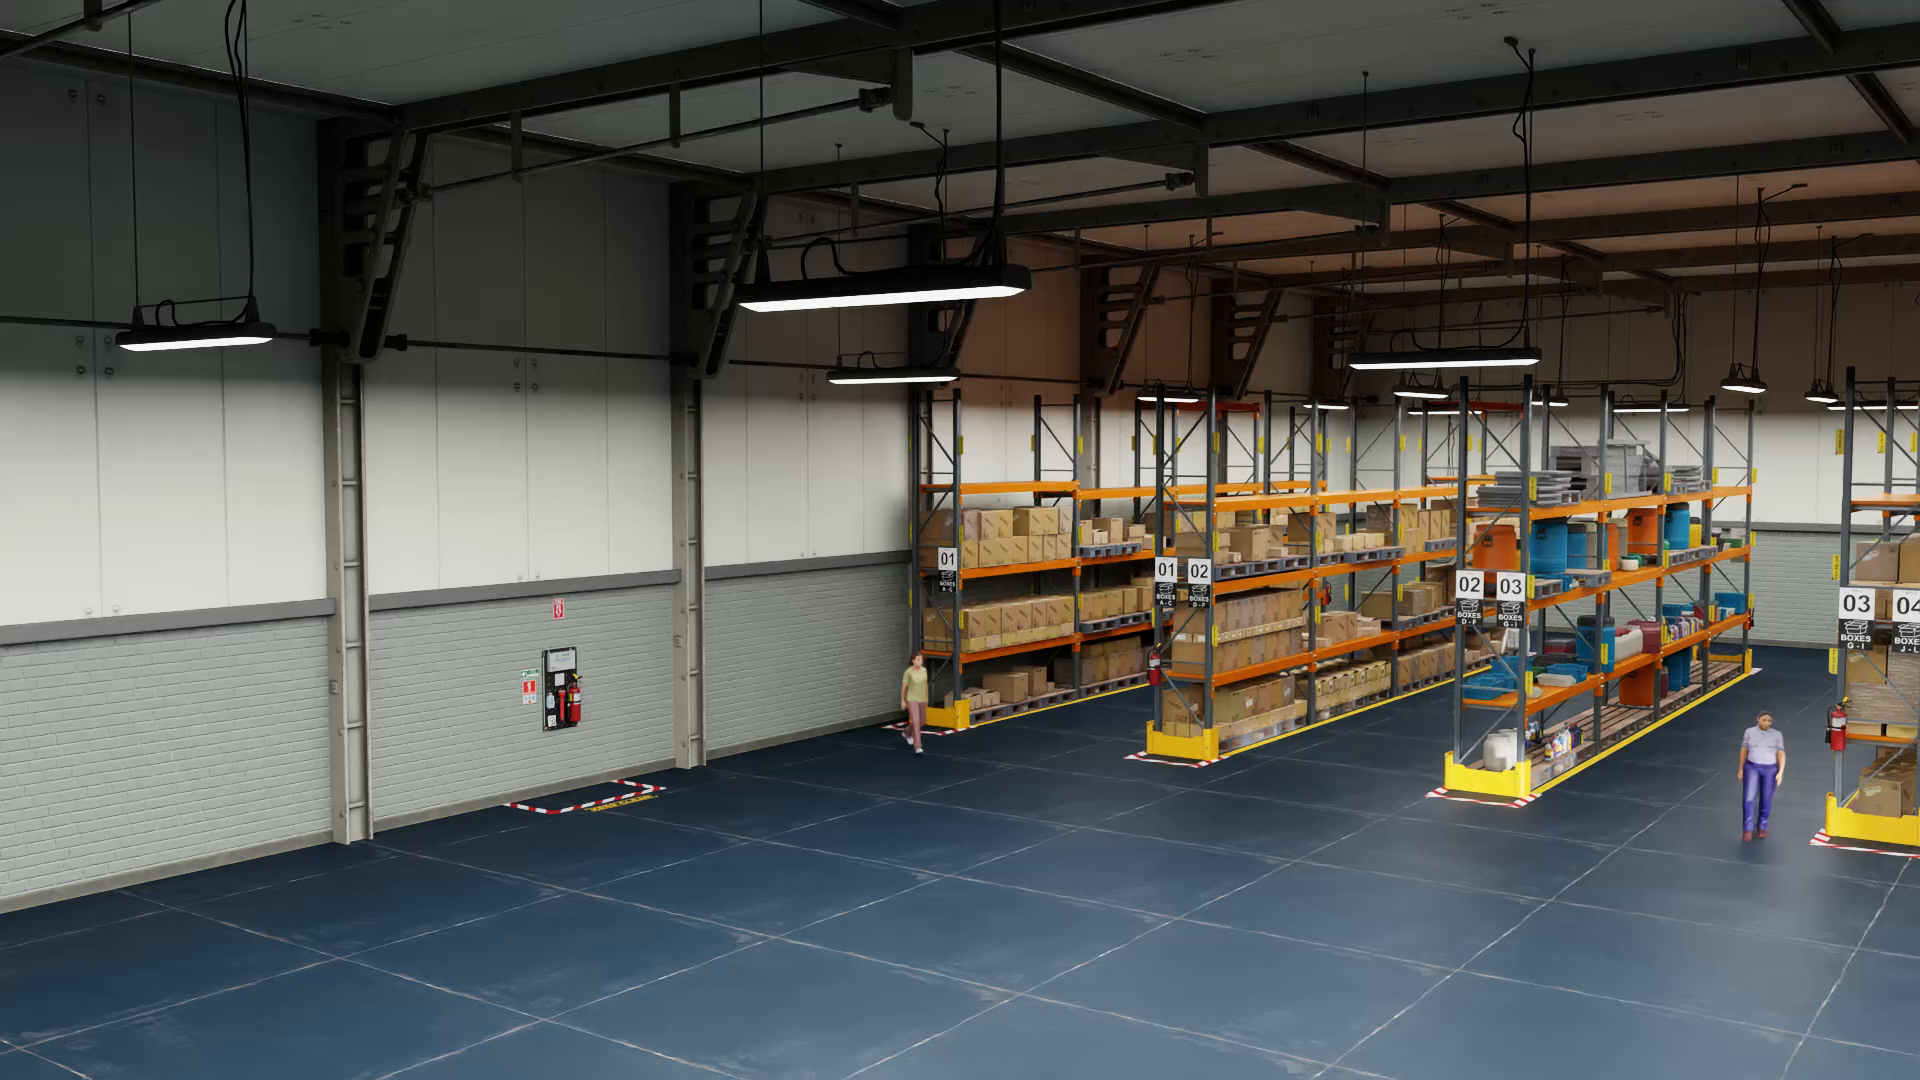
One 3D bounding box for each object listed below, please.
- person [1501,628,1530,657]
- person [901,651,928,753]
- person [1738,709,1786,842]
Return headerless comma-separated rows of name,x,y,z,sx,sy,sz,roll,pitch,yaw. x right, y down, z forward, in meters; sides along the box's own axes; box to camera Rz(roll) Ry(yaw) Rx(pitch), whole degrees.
person,11.493,2.211,34.326,0.524,1.621,1.049,2,4,35
person,-0.734,2.639,27.217,0.480,1.619,0.922,-2,4,-33
person,10.186,3.006,21.142,0.532,1.681,0.528,2,4,26
